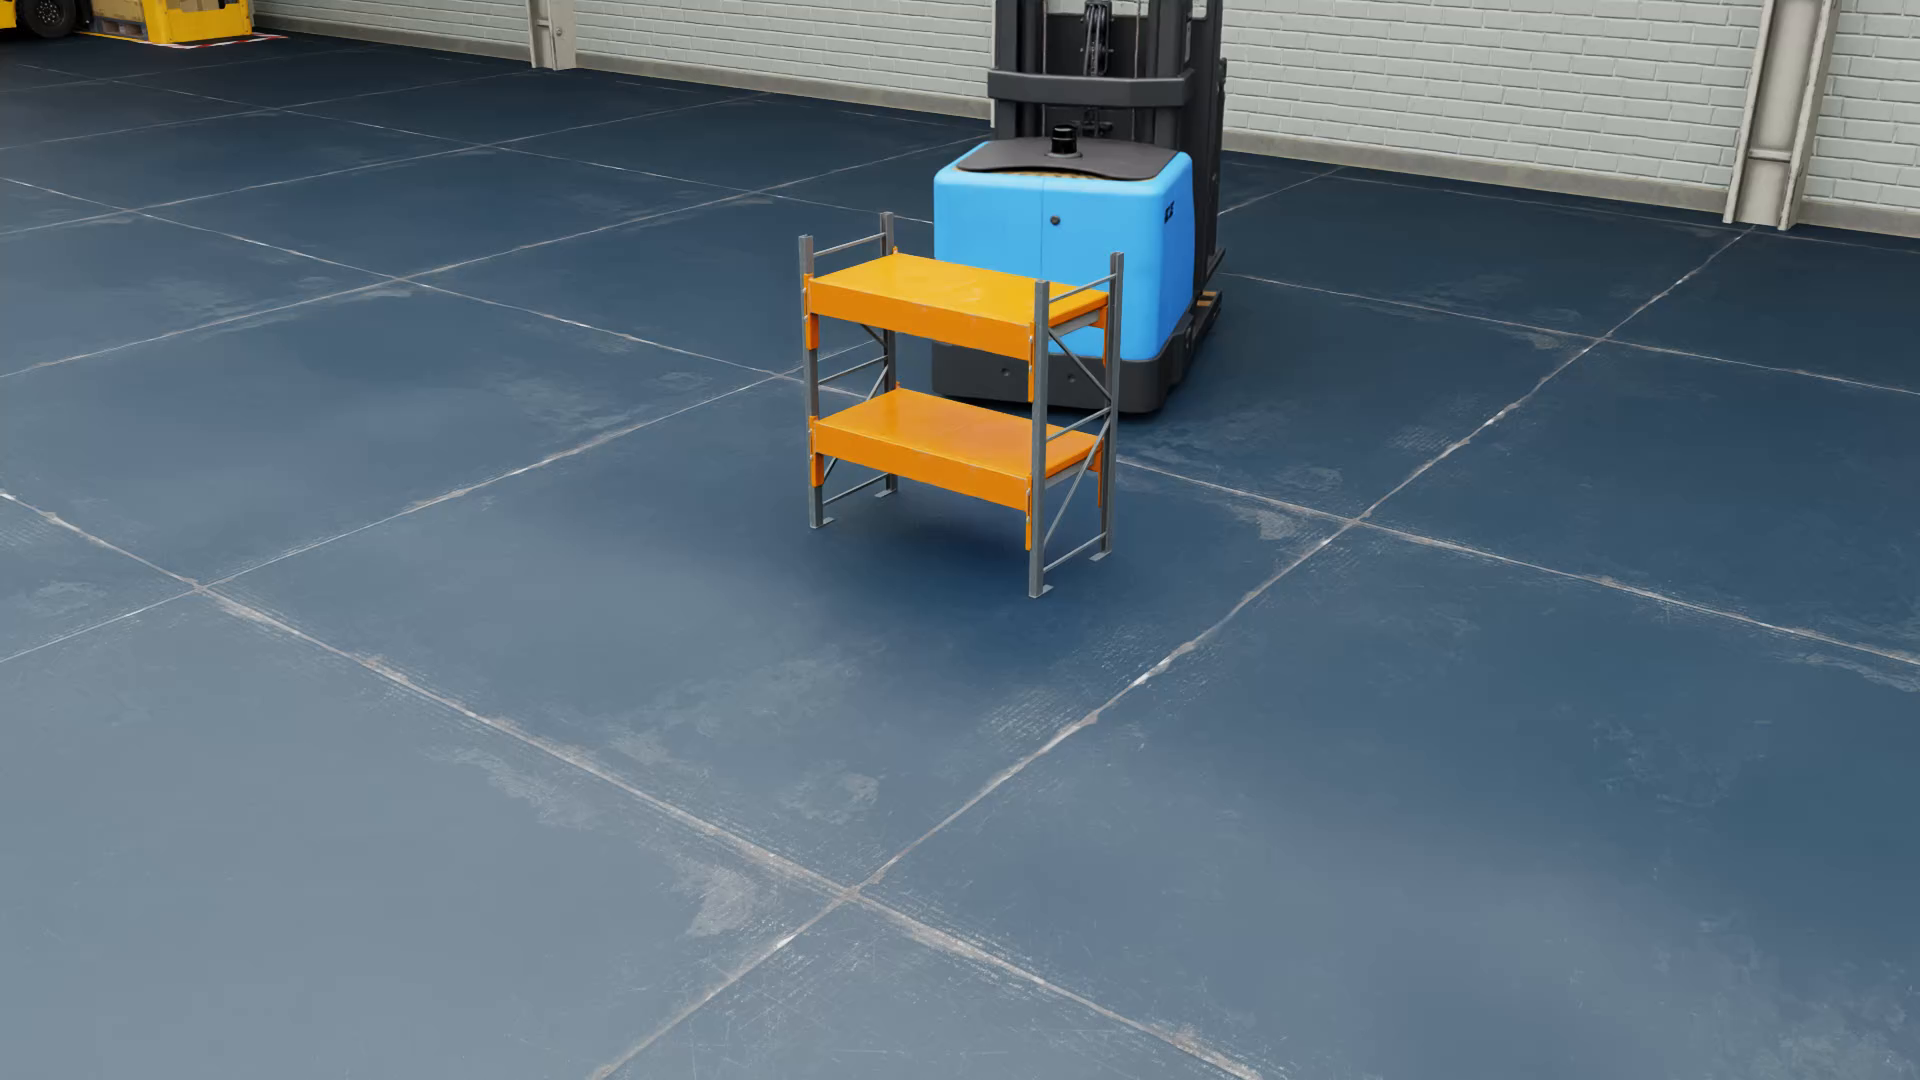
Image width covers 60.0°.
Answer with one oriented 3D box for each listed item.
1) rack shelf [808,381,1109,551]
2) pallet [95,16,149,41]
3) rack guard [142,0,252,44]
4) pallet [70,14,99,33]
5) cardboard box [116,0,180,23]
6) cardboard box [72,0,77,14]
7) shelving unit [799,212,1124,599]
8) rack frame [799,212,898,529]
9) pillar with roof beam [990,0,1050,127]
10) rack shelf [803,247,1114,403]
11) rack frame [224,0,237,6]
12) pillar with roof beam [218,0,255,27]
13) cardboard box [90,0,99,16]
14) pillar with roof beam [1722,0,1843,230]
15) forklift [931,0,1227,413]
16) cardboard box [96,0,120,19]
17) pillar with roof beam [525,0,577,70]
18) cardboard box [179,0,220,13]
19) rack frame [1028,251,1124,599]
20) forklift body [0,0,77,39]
[{"bbox_3d":[-0.005,-0.293,6.125,1.000,0.278,0.538,17,29,33],"label":"rack shelf"},{"bbox_3d":[-9.713,-6.273,20.225,1.213,0.211,1.003,17,29,33],"label":"pallet"},{"bbox_3d":[-9.057,-6.228,19.764,0.348,0.500,1.175,17,29,33],"label":"rack guard"},{"bbox_3d":[-10.685,-6.568,20.895,1.213,0.211,1.003,17,29,33],"label":"pallet"},{"bbox_3d":[-9.641,-6.323,19.770,0.500,0.250,0.500,17,29,34],"label":"cardboard box"},{"bbox_3d":[-10.857,-6.688,20.599,0.500,0.250,0.500,18,29,35],"label":"cardboard box"},{"bbox_3d":[-0.005,-0.516,6.027,1.048,1.125,0.538,17,29,33],"label":"shelving unit"},{"bbox_3d":[-0.412,-0.639,6.306,0.032,1.125,0.500,17,29,33],"label":"rack frame"},{"bbox_3d":[-2.072,-6.291,9.367,0.400,9.000,9.100,17,29,33],"label":"pillar with roof beam"},{"bbox_3d":[-0.005,-0.784,5.909,1.000,0.278,0.538,17,29,33],"label":"rack shelf"},{"bbox_3d":[-9.076,-7.377,19.273,0.127,3.000,1.000,17,29,33],"label":"rack frame"},{"bbox_3d":[-11.674,-9.193,15.953,0.400,9.000,9.100,17,29,33],"label":"pillar with roof beam"},{"bbox_3d":[-10.428,-6.570,20.331,0.500,0.250,0.500,17,29,34],"label":"cardboard box"},{"bbox_3d":[2.729,-4.840,6.074,0.400,9.000,9.100,17,29,33],"label":"pillar with roof beam"},{"bbox_3d":[0.776,-2.470,8.221,1.130,2.935,3.031,7,25,15],"label":"forklift"},{"bbox_3d":[-10.034,-6.446,20.049,0.500,0.250,0.500,17,29,33],"label":"cardboard box"},{"bbox_3d":[-6.873,-7.742,12.660,0.400,9.000,9.100,17,29,33],"label":"pillar with roof beam"},{"bbox_3d":[-9.352,-6.493,20.156,0.500,0.250,0.500,17,29,34],"label":"cardboard box"},{"bbox_3d":[0.401,-0.393,5.748,0.032,1.125,0.500,17,29,33],"label":"rack frame"},{"bbox_3d":[-11.687,-6.859,19.149,1.214,2.155,2.313,17,29,33],"label":"forklift body"}]
